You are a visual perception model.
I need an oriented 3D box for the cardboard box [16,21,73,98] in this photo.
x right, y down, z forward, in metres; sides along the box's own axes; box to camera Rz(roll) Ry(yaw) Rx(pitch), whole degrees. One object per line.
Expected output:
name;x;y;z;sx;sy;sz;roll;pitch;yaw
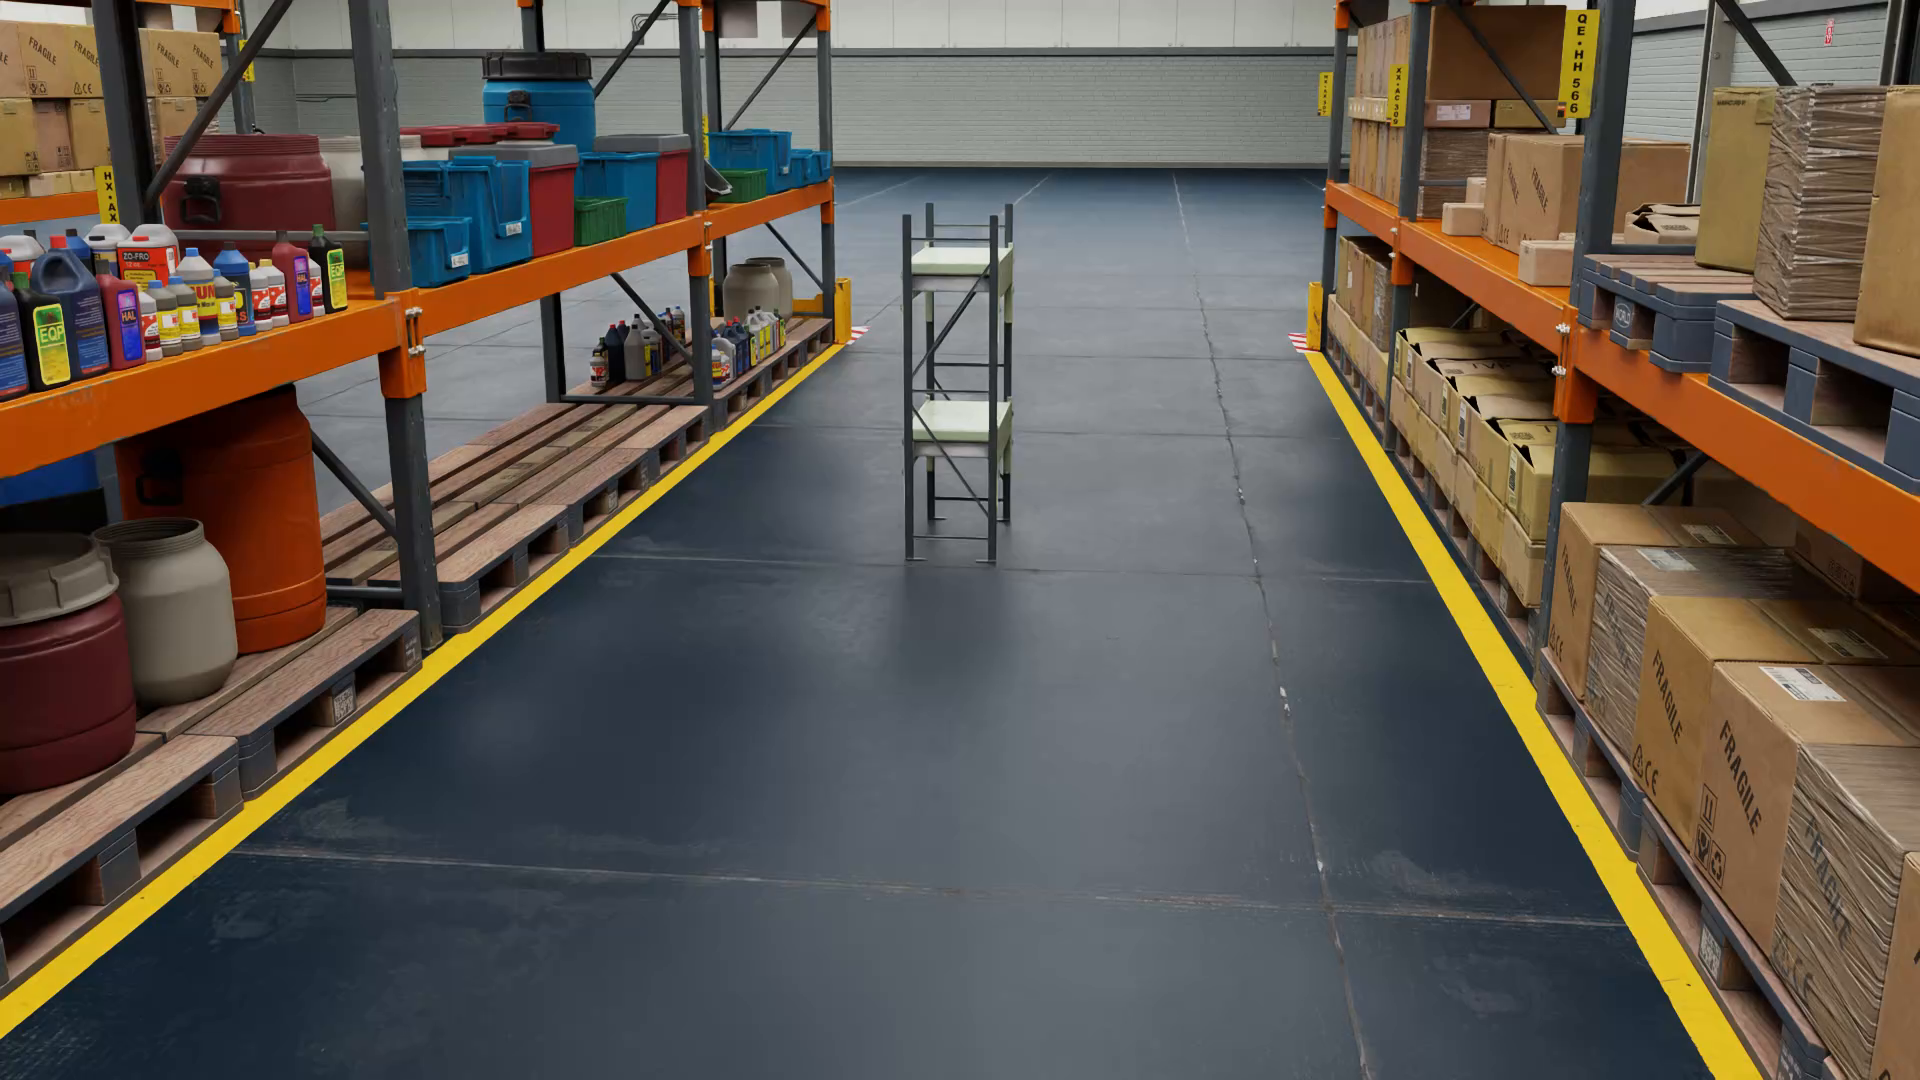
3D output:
cardboard box;-6.493;-3.286;11.390;0.500;0.500;0.500;2;15;6

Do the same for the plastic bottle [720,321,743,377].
plastic bottle;-1.483;-1.227;10.687;0.144;0.351;0.185;2;15;8

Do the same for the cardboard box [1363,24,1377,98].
cardboard box;3.261;-3.391;11.779;0.700;0.500;0.500;1;15;5

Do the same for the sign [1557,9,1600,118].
sign;1.932;-1.487;5.196;0.100;0.325;0.005;2;15;6

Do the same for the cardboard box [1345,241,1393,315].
cardboard box;3.006;-1.832;11.718;0.500;0.500;0.500;2;15;6

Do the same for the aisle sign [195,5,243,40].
aisle sign;-6.151;-4.542;13.733;0.394;0.787;0.004;2;15;6

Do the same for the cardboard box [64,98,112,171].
cardboard box;-6.650;-2.939;12.024;0.875;0.500;0.500;2;15;6

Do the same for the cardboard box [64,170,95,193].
cardboard box;-6.429;-2.558;11.856;0.380;0.149;0.250;2;15;6

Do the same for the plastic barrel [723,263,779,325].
plastic barrel;-1.590;-1.833;12.656;0.421;0.512;0.421;0;15;0

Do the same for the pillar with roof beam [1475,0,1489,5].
pillar with roof beam;8.197;-13.439;40.122;9.100;9.000;0.400;2;15;6

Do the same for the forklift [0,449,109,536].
forklift;-5.084;-1.121;6.192;1.130;2.935;3.031;11;19;36

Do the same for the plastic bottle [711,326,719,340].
plastic bottle;-1.626;-1.232;10.703;0.144;0.351;0.185;2;15;6

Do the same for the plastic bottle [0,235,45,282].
plastic bottle;-2.860;-0.777;5.026;0.152;0.276;0.135;2;15;6

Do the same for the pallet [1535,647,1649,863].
pallet;2.362;0.626;4.942;1.003;0.211;1.213;2;15;6

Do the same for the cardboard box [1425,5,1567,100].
cardboard box;2.979;-2.740;9.370;0.700;0.500;0.500;2;15;7

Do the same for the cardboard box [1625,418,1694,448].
cardboard box;2.885;-0.322;6.496;0.500;0.311;0.500;1;15;5

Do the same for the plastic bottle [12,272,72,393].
plastic bottle;-2.225;-0.507;4.012;0.061;0.283;0.133;2;15;6

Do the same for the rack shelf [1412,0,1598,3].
rack shelf;2.709;-2.532;6.911;1.077;0.370;4.000;2;15;6

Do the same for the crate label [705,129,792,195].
crate label;-1.474;-2.666;11.707;0.502;0.435;0.616;2;15;6

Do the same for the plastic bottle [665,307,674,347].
plastic bottle;-2.093;-1.516;11.883;0.061;0.283;0.133;2;15;7

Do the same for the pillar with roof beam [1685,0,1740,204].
pillar with roof beam;6.166;-8.770;22.857;9.100;9.000;0.400;2;15;6

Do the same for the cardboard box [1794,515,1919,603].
cardboard box;2.609;-0.016;4.484;0.500;0.250;0.500;2;15;8

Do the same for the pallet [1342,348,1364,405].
pallet;3.201;-1.126;11.422;1.003;0.211;1.213;2;15;6

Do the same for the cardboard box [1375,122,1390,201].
cardboard box;3.149;-2.513;11.019;0.700;0.500;0.500;2;15;8

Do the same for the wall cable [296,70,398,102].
wall cable;-17.178;-13.466;46.172;3.097;2.526;0.112;2;15;6

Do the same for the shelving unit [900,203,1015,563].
shelving unit;0.001;-0.726;7.473;0.431;1.500;0.755;2;15;6

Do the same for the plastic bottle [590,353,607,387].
plastic bottle;-2.255;-1.062;10.359;0.097;0.201;0.097;0;15;0

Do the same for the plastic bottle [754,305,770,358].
plastic bottle;-1.393;-1.435;11.454;0.144;0.351;0.185;2;15;9

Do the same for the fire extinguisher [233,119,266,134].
fire extinguisher;-5.986;-3.259;14.115;0.296;0.674;0.183;2;15;6

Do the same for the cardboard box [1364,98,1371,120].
cardboard box;3.013;-2.985;11.522;0.380;0.149;0.250;1;15;4

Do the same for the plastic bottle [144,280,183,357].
plastic bottle;-2.183;-0.605;4.534;0.097;0.201;0.097;0;15;0

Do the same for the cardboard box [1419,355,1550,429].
cardboard box;2.522;-0.732;8.012;0.500;0.311;0.500;1;15;4

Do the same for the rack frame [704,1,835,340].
rack frame;-1.535;-3.134;13.506;1.000;3.000;0.127;2;15;6

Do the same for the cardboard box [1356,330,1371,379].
cardboard box;2.878;-1.211;10.859;0.500;0.250;0.500;2;15;6

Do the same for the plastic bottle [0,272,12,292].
plastic bottle;-2.285;-0.508;4.019;0.061;0.283;0.133;2;15;6

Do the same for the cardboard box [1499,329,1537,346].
cardboard box;3.174;-0.982;8.938;0.500;0.311;0.500;2;15;6

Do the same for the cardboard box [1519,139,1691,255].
cardboard box;2.657;-1.396;6.888;0.500;0.500;0.500;1;15;3

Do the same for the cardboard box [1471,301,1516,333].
cardboard box;3.298;-1.298;9.743;0.500;0.500;0.500;2;15;6

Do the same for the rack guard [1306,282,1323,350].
rack guard;3.389;-1.787;13.312;1.175;0.500;0.348;2;15;6

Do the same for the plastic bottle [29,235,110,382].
plastic bottle;-2.248;-0.582;4.161;0.144;0.351;0.185;2;15;6

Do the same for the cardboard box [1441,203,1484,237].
cardboard box;2.632;-1.605;8.332;0.380;0.149;0.250;2;15;6

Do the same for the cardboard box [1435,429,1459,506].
cardboard box;2.470;-0.329;7.596;0.500;0.250;0.500;2;15;7

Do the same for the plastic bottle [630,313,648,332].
plastic bottle;-2.142;-1.339;11.101;0.144;0.351;0.185;2;15;6

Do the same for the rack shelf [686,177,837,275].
rack shelf;-1.761;-2.268;11.682;1.077;0.370;4.000;2;15;6

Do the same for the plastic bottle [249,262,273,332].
plastic bottle;-2.128;-0.731;5.001;0.097;0.201;0.097;0;15;0

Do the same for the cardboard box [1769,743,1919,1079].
cardboard box;1.924;0.725;3.181;0.500;0.500;0.500;2;15;7

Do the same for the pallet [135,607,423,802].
pallet;-2.485;0.493;5.436;1.003;0.211;1.213;2;15;6

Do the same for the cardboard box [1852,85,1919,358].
cardboard box;2.170;-0.586;3.087;0.700;0.500;0.500;-2;15;-8

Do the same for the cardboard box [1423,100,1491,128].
cardboard box;2.753;-2.388;9.313;0.380;0.149;0.250;2;15;6

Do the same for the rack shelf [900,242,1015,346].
rack shelf;0.001;-1.102;7.371;0.431;0.370;0.720;2;15;6

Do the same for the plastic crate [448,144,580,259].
plastic crate;-1.952;-1.500;7.341;0.402;0.464;0.583;2;15;6

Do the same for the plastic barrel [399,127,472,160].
plastic barrel;-2.444;-1.618;7.639;0.433;0.535;0.433;0;15;0
